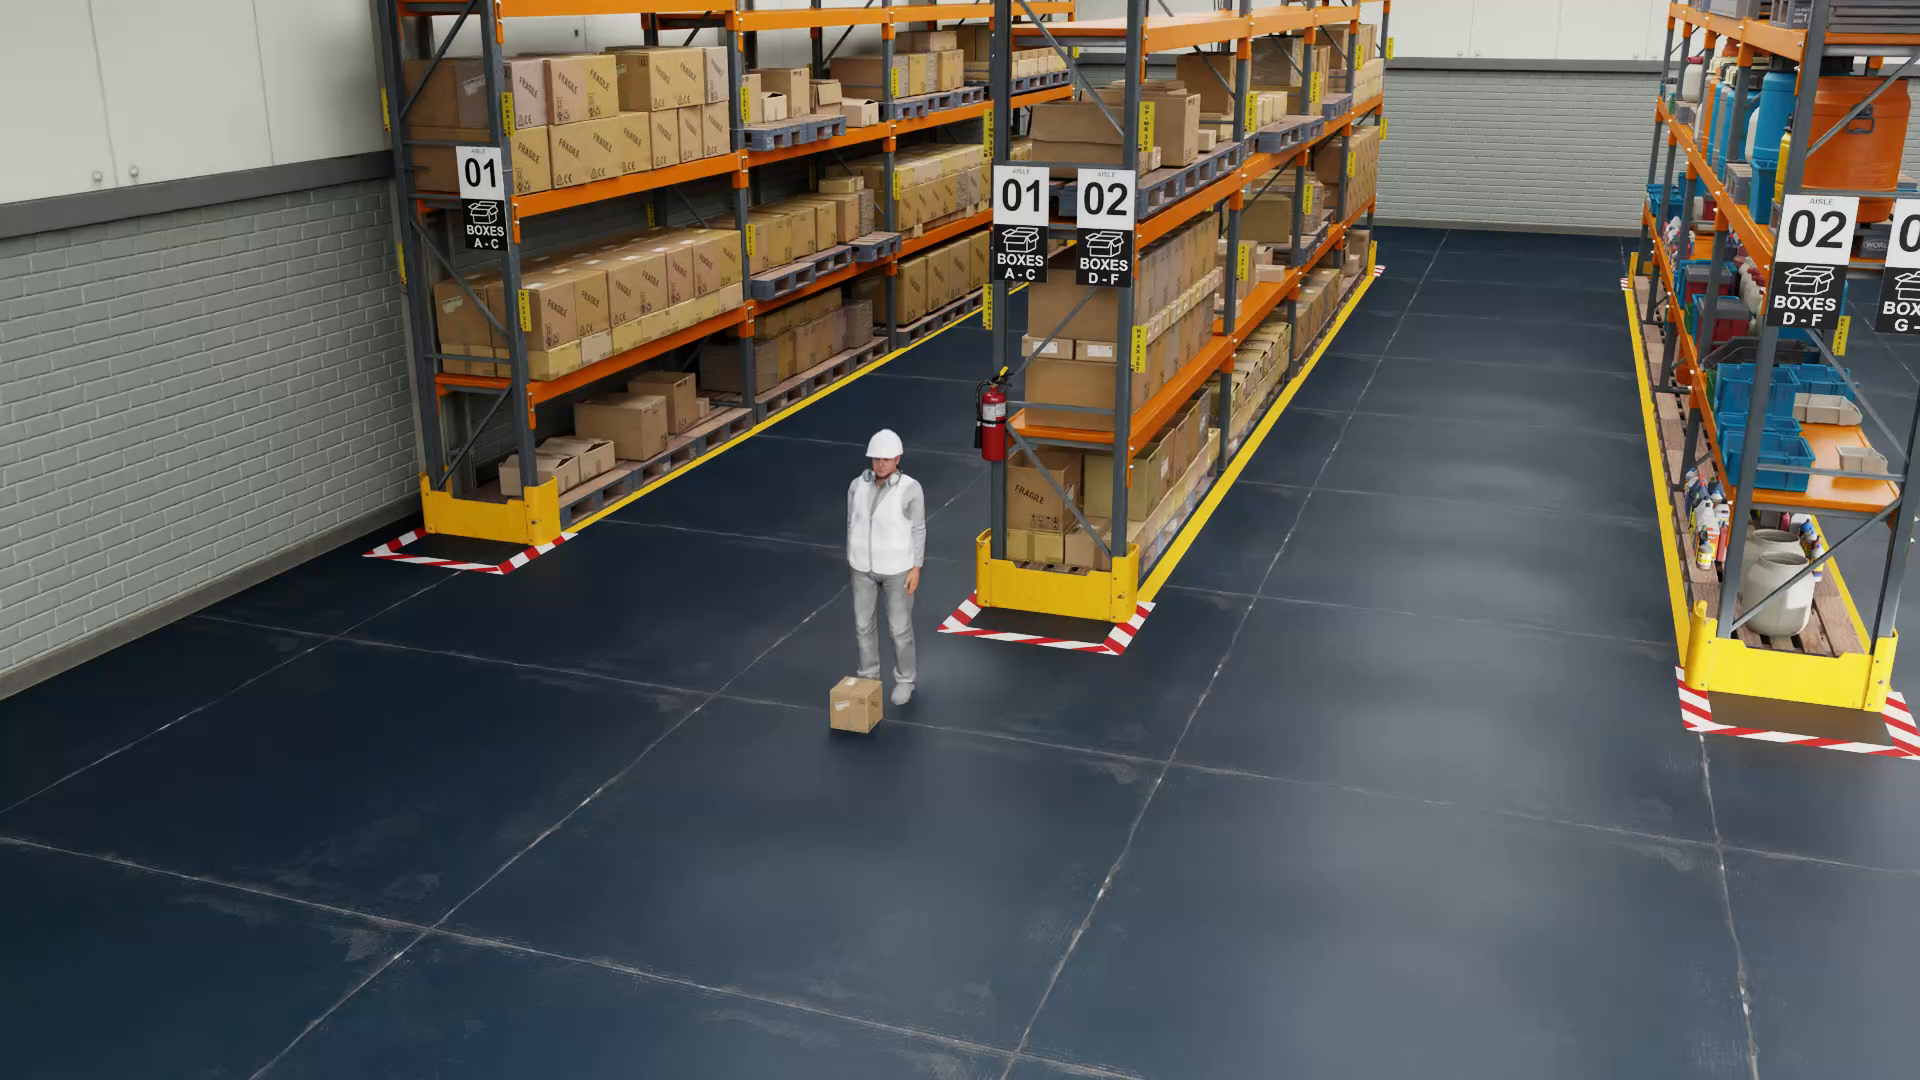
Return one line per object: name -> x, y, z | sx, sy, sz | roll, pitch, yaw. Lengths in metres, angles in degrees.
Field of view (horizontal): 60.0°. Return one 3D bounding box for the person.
person -> -0.473, 0.170, 10.540 | 0.533, 1.772, 0.360 | 7, 20, 19
